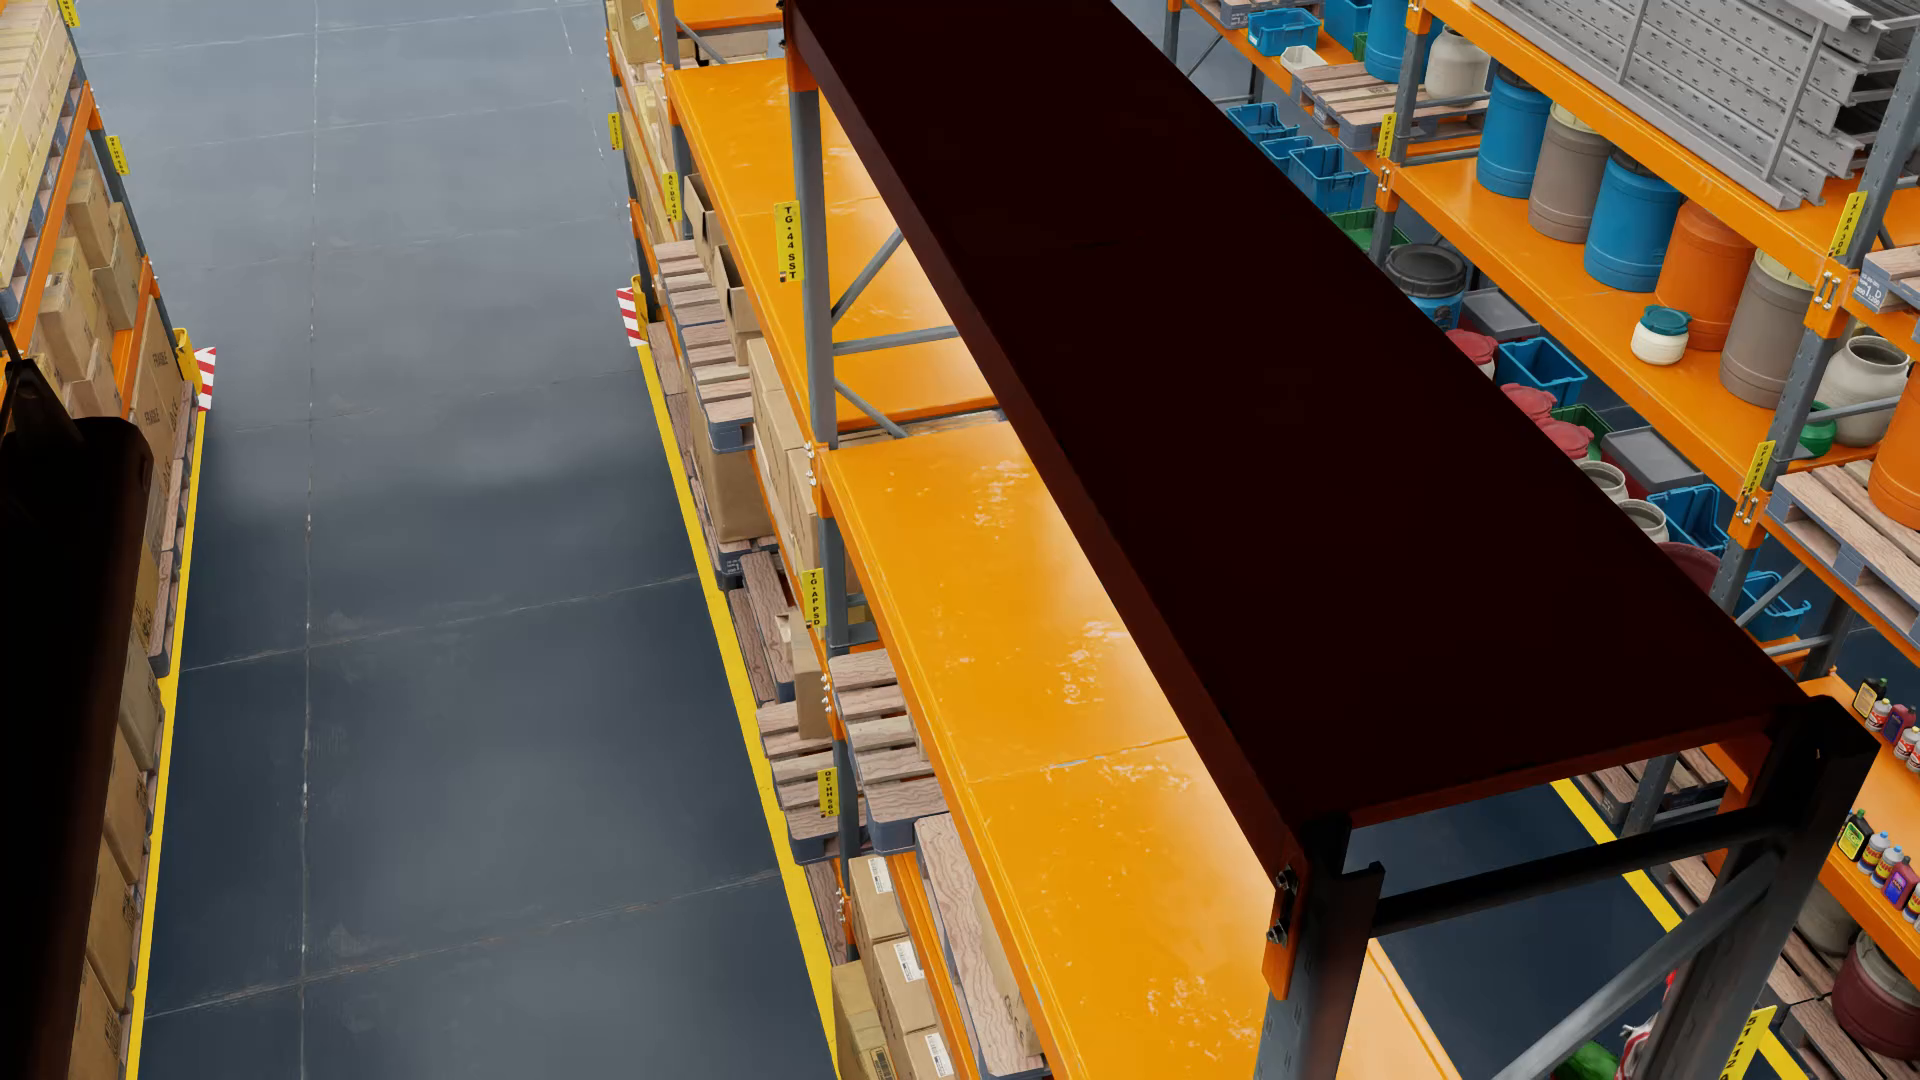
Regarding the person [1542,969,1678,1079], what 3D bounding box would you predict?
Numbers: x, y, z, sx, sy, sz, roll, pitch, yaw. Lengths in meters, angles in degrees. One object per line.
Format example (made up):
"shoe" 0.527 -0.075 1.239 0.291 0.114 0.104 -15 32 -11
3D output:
"person" 3.323 2.626 8.050 0.509 1.697 1.072 -17 41 -20
